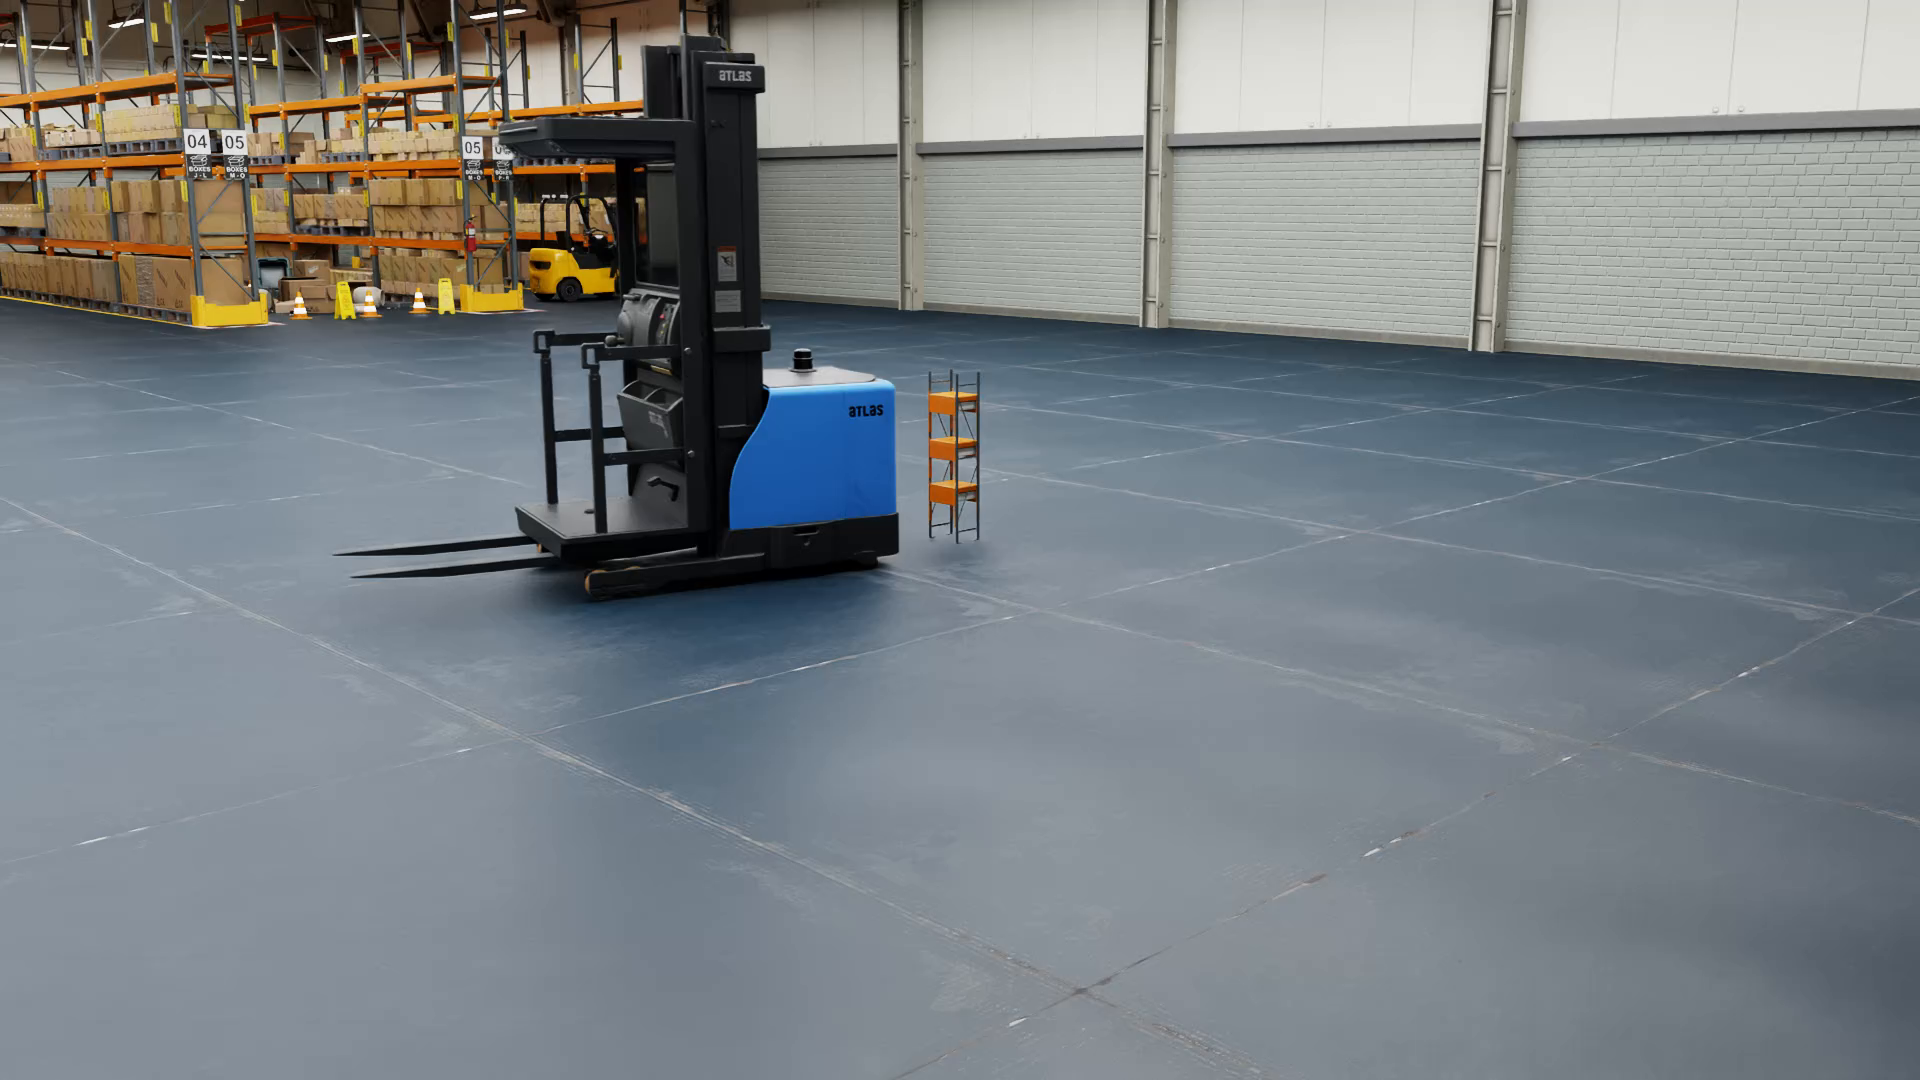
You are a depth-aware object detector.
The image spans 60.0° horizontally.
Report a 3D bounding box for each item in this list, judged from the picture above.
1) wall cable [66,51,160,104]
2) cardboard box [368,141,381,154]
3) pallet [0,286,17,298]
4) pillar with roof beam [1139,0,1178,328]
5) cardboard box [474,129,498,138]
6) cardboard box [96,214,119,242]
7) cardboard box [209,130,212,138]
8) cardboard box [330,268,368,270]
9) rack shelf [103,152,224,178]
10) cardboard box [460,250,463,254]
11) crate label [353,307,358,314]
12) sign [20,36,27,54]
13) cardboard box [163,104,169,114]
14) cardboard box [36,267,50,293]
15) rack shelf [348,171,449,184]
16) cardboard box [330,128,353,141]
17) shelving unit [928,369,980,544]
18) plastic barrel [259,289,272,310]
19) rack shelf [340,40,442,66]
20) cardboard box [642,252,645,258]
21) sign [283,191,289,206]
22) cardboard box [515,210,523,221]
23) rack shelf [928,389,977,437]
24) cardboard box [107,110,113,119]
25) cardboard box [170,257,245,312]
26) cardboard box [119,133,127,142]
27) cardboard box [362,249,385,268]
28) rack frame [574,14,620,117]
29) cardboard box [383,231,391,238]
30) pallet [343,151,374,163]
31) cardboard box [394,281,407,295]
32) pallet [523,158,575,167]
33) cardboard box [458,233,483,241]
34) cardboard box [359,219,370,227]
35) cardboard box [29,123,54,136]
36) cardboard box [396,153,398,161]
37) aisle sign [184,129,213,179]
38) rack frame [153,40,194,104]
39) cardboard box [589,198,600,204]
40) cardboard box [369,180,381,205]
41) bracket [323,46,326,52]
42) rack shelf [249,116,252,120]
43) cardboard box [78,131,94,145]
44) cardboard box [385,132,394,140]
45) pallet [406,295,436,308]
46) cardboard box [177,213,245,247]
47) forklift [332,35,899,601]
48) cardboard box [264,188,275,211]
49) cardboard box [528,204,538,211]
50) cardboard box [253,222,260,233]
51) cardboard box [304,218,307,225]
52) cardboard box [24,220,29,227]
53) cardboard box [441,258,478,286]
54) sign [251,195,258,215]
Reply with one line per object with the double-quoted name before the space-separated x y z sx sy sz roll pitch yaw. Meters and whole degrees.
"wall cable" -23.465 -11.992 46.318 2.355 3.000 0.029 -11 16 -43
"cardboard box" -11.486 -7.846 33.263 0.500 0.250 0.500 -11 16 -44
"pallet" -20.088 -5.391 36.056 1.003 0.211 1.213 -11 16 -43
"pillar with roof beam" 0.102 -7.330 23.689 9.100 9.000 0.400 -11 16 -43
"cardboard box" -8.928 -7.640 31.276 0.380 0.149 0.250 -11 16 -43
"cardboard box" -15.656 -5.791 30.836 0.500 0.500 0.500 -11 16 -43
"cardboard box" -12.521 -6.852 28.134 0.380 0.149 0.250 -11 16 -42
"cardboard box" -13.456 -5.719 36.209 0.950 0.372 0.625 -11 16 -44
"rack shelf" -13.721 -6.528 29.011 1.077 0.370 4.000 -11 16 -43
"cardboard box" -12.319 -7.260 41.761 0.380 0.149 0.250 -11 16 -42
"crate label" -11.215 -4.206 30.488 0.298 0.136 0.250 3 12 16
"sign" -18.250 -9.644 32.410 0.100 0.325 0.005 -11 16 -43
"cardboard box" -12.989 -7.149 27.601 0.380 0.149 0.250 -11 16 -42
"cardboard box" -18.508 -5.328 33.990 0.500 0.500 0.500 -11 16 -43
"rack shelf" -14.910 -9.676 44.291 1.077 0.370 4.000 -11 16 -43
"cardboard box" -12.805 -8.466 34.729 0.500 0.250 0.500 -11 16 -42
"shelving unit" -0.037 -0.522 10.343 0.215 1.050 0.252 -11 16 -43
"plastic barrel" -13.209 -4.489 31.152 0.512 0.421 0.421 -1 12 -4
"rack shelf" -14.910 -12.773 43.653 1.077 0.370 4.000 -11 16 -43
"cardboard box" -6.498 -6.034 35.562 0.500 0.250 0.500 -11 16 -42
"sign" -14.753 -7.480 36.416 0.100 0.325 0.005 -11 16 -43
"cardboard box" -10.292 -7.683 39.401 0.500 0.250 0.500 -10 15 -41
"rack shelf" -0.037 -0.790 10.288 0.215 0.259 0.240 -11 16 -43
"cardboard box" -14.920 -7.556 29.580 0.380 0.149 0.250 -11 16 -43
"cardboard box" -12.856 -4.374 28.432 0.875 0.875 0.875 -11 16 -42
"cardboard box" -14.572 -7.092 29.303 0.380 0.149 0.250 -11 16 -43
"cardboard box" -15.938 -7.731 45.650 0.637 0.503 0.797 11 16 43
"rack frame" -8.005 -10.038 36.832 1.000 3.000 0.127 -11 16 -43
"cardboard box" -11.394 -6.164 33.519 0.380 0.149 0.250 -10 15 -41
"pallet" -11.941 -7.889 34.303 1.213 0.211 1.003 -11 16 -43
"cardboard box" -11.003 -5.066 33.341 0.500 0.250 0.500 -10 15 -39
"pallet" -9.459 -8.811 38.777 1.003 0.211 1.213 -10 15 -40
"cardboard box" -9.243 -5.725 31.390 0.380 0.149 0.250 -10 15 -41
"cardboard box" -12.147 -6.527 34.238 0.380 0.149 0.250 -11 16 -42
"cardboard box" -18.332 -8.202 33.212 0.396 0.266 0.258 -11 16 -43
"cardboard box" -10.842 -7.524 32.688 0.250 0.149 0.380 11 16 43
"aisle sign" -12.508 -6.340 27.309 0.394 0.787 0.004 -11 16 -43
"rack frame" -19.879 -11.097 41.973 1.000 3.000 0.127 -11 16 -43
"cardboard box" -7.999 -7.524 36.905 0.380 0.149 0.250 -10 16 -41
"cardboard box" -11.445 -6.997 33.478 0.700 0.500 0.500 -11 16 -43
"bracket" -18.045 -14.082 47.543 0.235 0.232 0.430 -11 16 -43
"rack shelf" -18.498 -10.257 40.669 1.077 0.370 4.000 -11 16 -43
"cardboard box" -16.114 -7.503 31.044 0.500 0.250 0.500 -11 16 -43
"cardboard box" -11.072 -7.937 32.714 0.380 0.149 0.250 -11 16 -43
"pallet" -10.256 -4.770 33.043 1.003 0.211 1.213 -11 16 -43
"cardboard box" -12.629 -5.240 28.041 0.875 0.550 0.550 -11 16 -43
"forklift" -1.902 -1.234 9.139 3.031 2.935 1.130 -6 13 -28
"cardboard box" -15.261 -7.642 37.347 0.500 0.500 0.500 -11 16 -42
"cardboard box" -9.861 -7.776 38.863 0.380 0.149 0.250 -10 16 -41
"cardboard box" -15.964 -7.174 38.170 0.500 0.250 0.500 -11 16 -43
"cardboard box" -14.093 -6.954 36.315 0.250 0.149 0.380 11 16 42
"cardboard box" -18.708 -6.414 33.690 0.380 0.149 0.250 -11 16 -43
"cardboard box" -9.571 -5.130 31.794 0.500 0.500 0.500 -11 16 -42
"sign" -11.934 -5.658 28.100 0.100 0.325 0.005 -11 16 -43
